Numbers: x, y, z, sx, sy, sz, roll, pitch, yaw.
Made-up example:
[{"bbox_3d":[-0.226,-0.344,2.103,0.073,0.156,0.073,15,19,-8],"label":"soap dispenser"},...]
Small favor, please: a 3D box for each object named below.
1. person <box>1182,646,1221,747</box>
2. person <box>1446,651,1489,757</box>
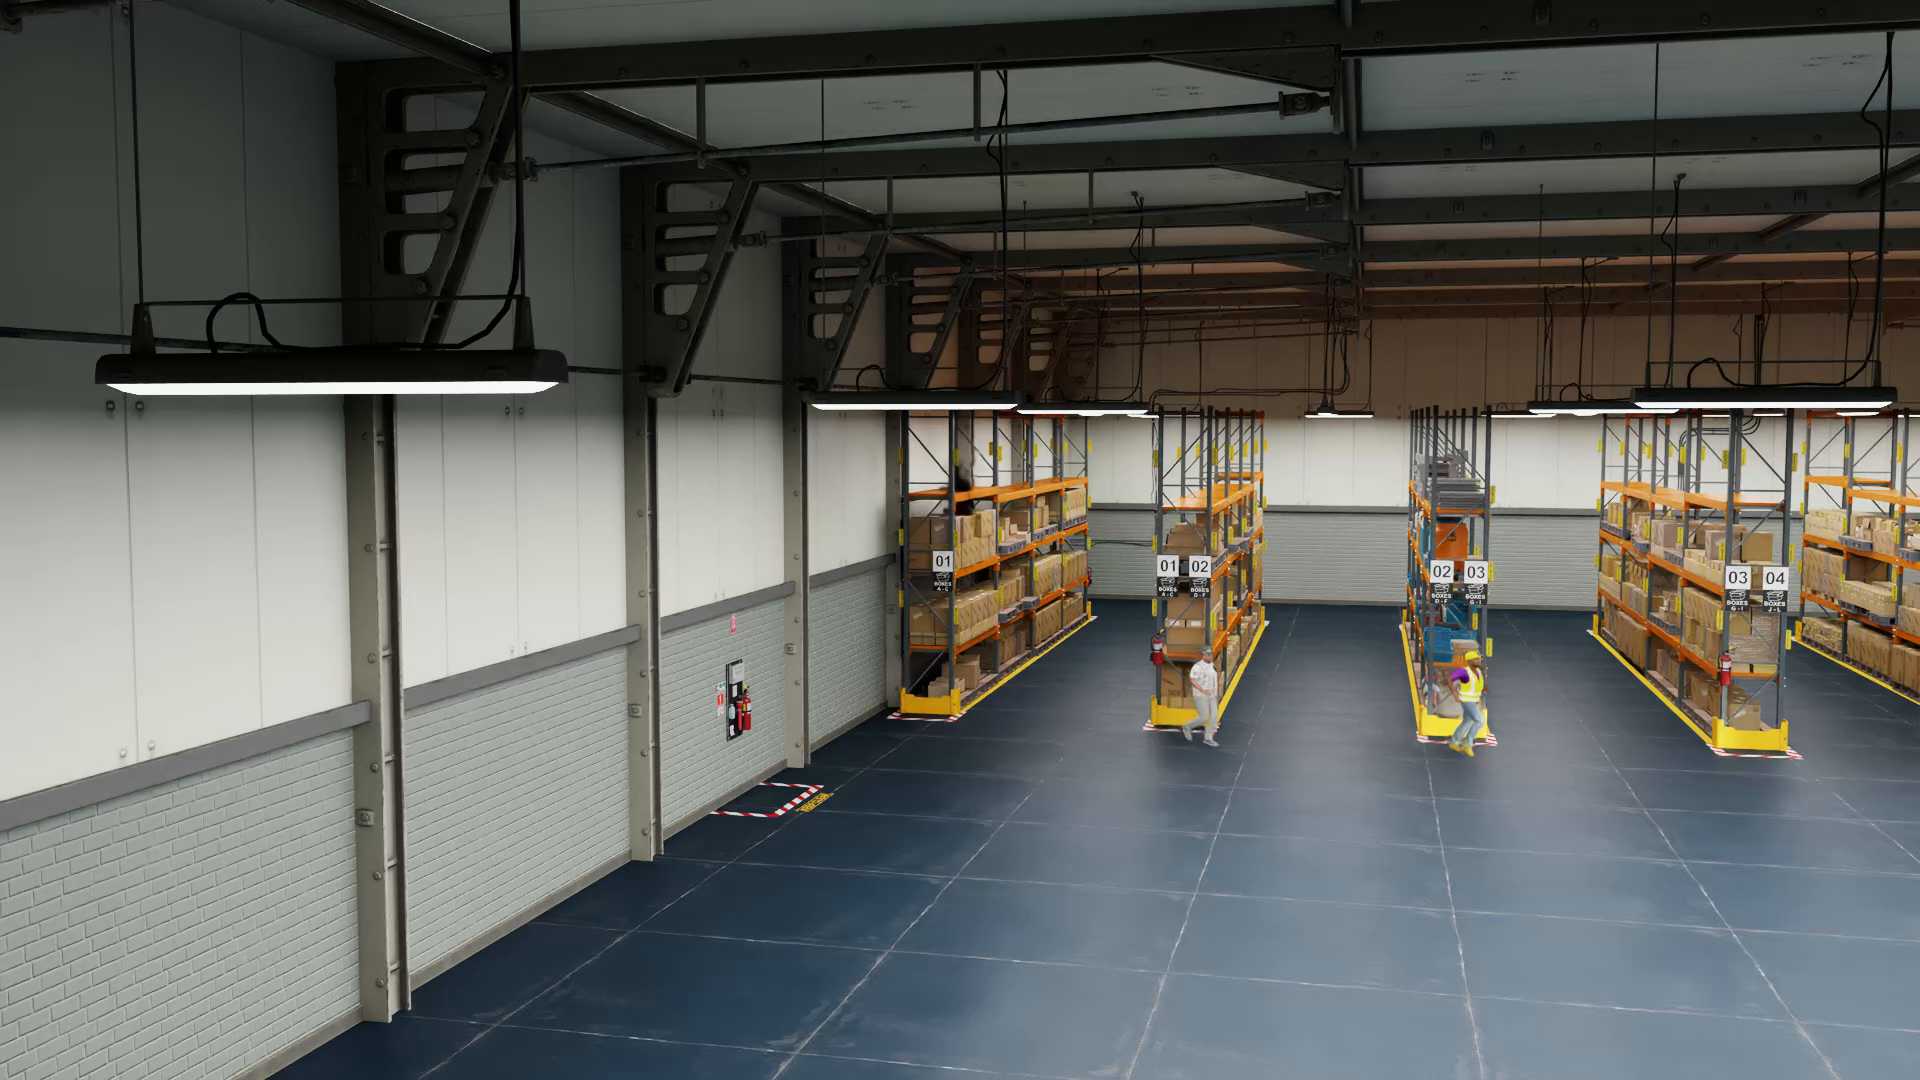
[{"bbox_3d":[4.306,2.743,29.445,0.709,1.773,0.688,4,6,45],"label":"person"},{"bbox_3d":[8.754,2.803,28.584,0.670,1.792,0.700,3,5,40],"label":"person"}]
